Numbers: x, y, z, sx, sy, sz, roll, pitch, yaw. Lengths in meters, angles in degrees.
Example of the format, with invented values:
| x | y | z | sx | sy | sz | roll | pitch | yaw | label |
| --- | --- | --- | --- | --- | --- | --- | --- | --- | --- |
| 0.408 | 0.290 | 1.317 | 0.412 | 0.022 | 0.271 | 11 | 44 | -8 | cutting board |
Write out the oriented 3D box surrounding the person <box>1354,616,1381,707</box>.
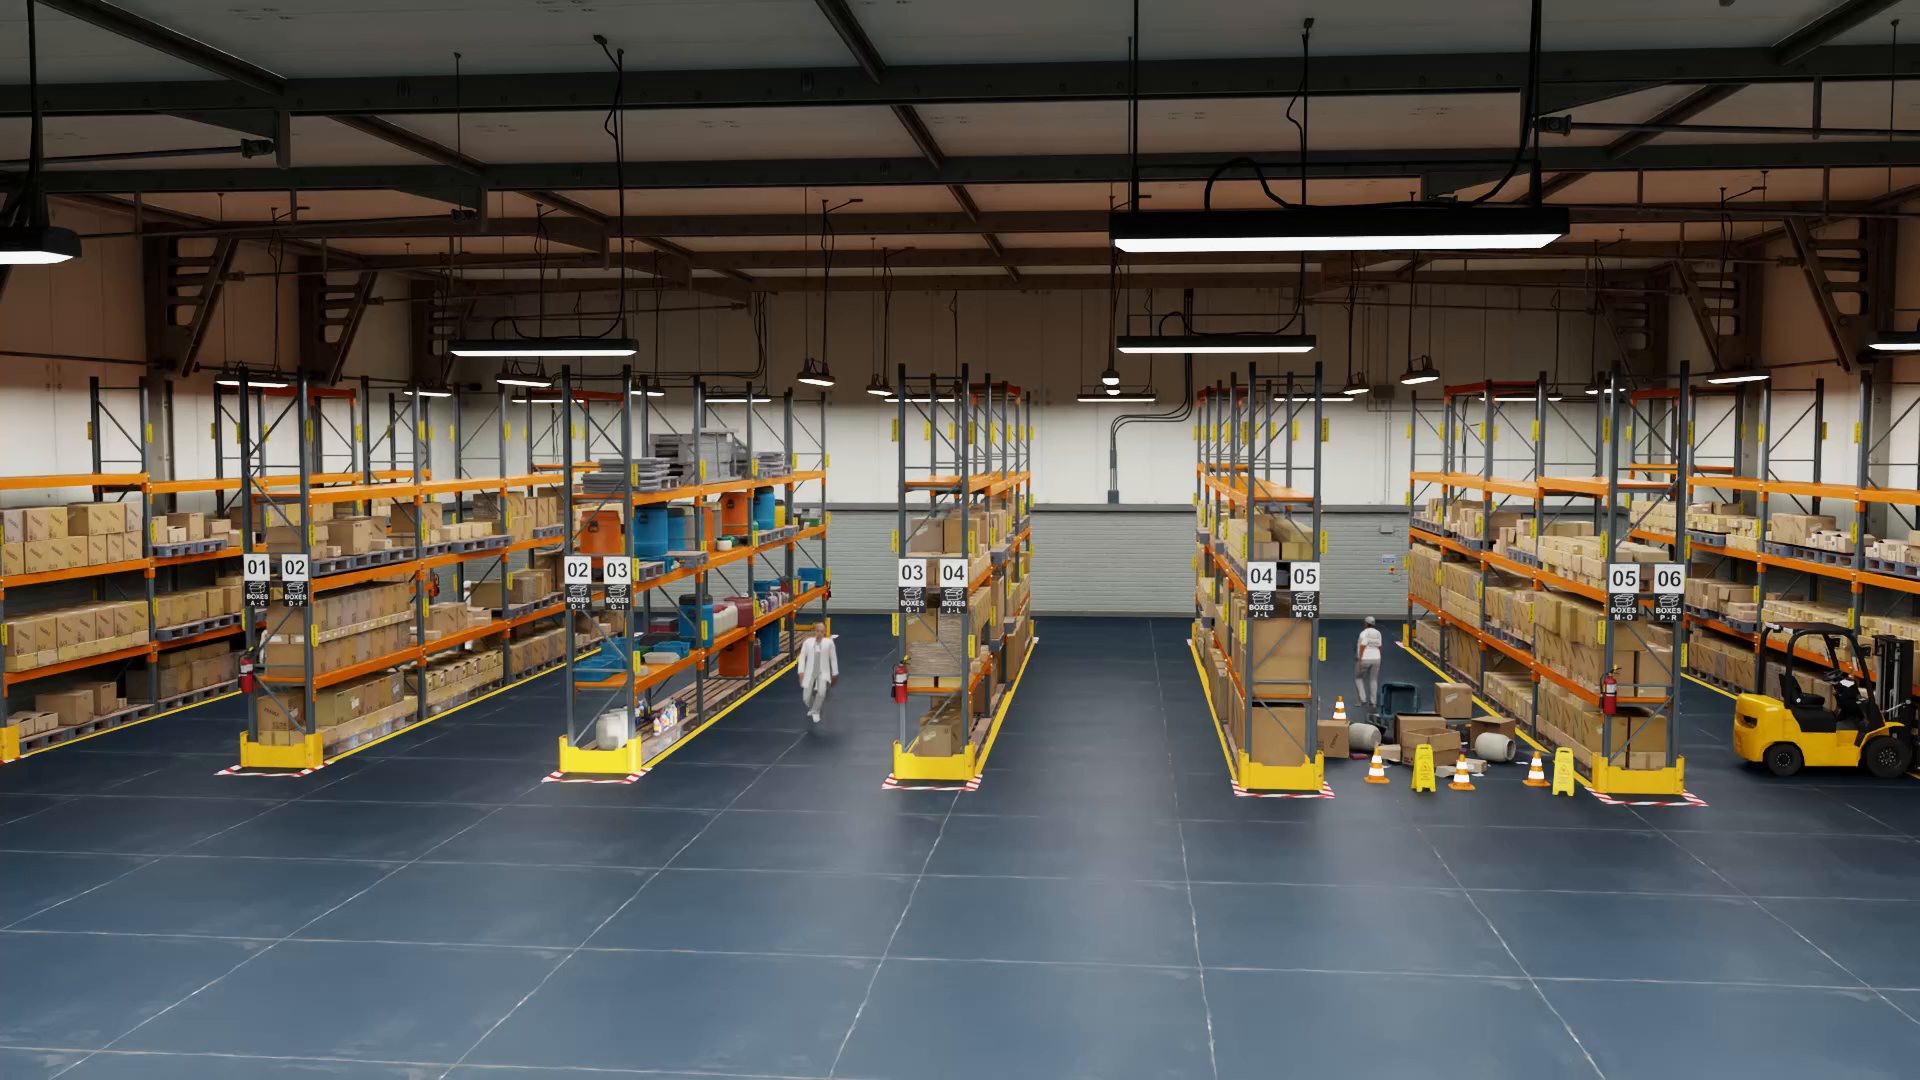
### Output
| x | y | z | sx | sy | sz | roll | pitch | yaw | label |
| --- | --- | --- | --- | --- | --- | --- | --- | --- | --- |
| 7.464 | 2.238 | 30.321 | 0.511 | 1.686 | 0.497 | -1 | 4 | -11 | person |

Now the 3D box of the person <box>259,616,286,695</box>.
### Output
| x | y | z | sx | sy | sz | roll | pitch | yaw | label |
| --- | --- | --- | --- | --- | --- | --- | --- | --- | --- |
| -12.722 | 2.204 | 30.916 | 0.583 | 1.659 | 0.549 | 0 | 4 | 0 | person |

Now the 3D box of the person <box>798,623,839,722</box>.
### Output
| x | y | z | sx | sy | sz | roll | pitch | yaw | label |
| --- | --- | --- | --- | --- | --- | --- | --- | --- | --- |
| -2.372 | 2.193 | 27.797 | 0.675 | 1.606 | 0.787 | 0 | 4 | 0 | person |

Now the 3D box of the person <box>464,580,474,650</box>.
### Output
| x | y | z | sx | sy | sz | roll | pitch | yaw | label |
| --- | --- | --- | --- | --- | --- | --- | --- | --- | --- |
| -10.798 | 1.777 | 36.448 | 0.592 | 1.789 | 0.520 | 2 | 4 | 29 | person |
